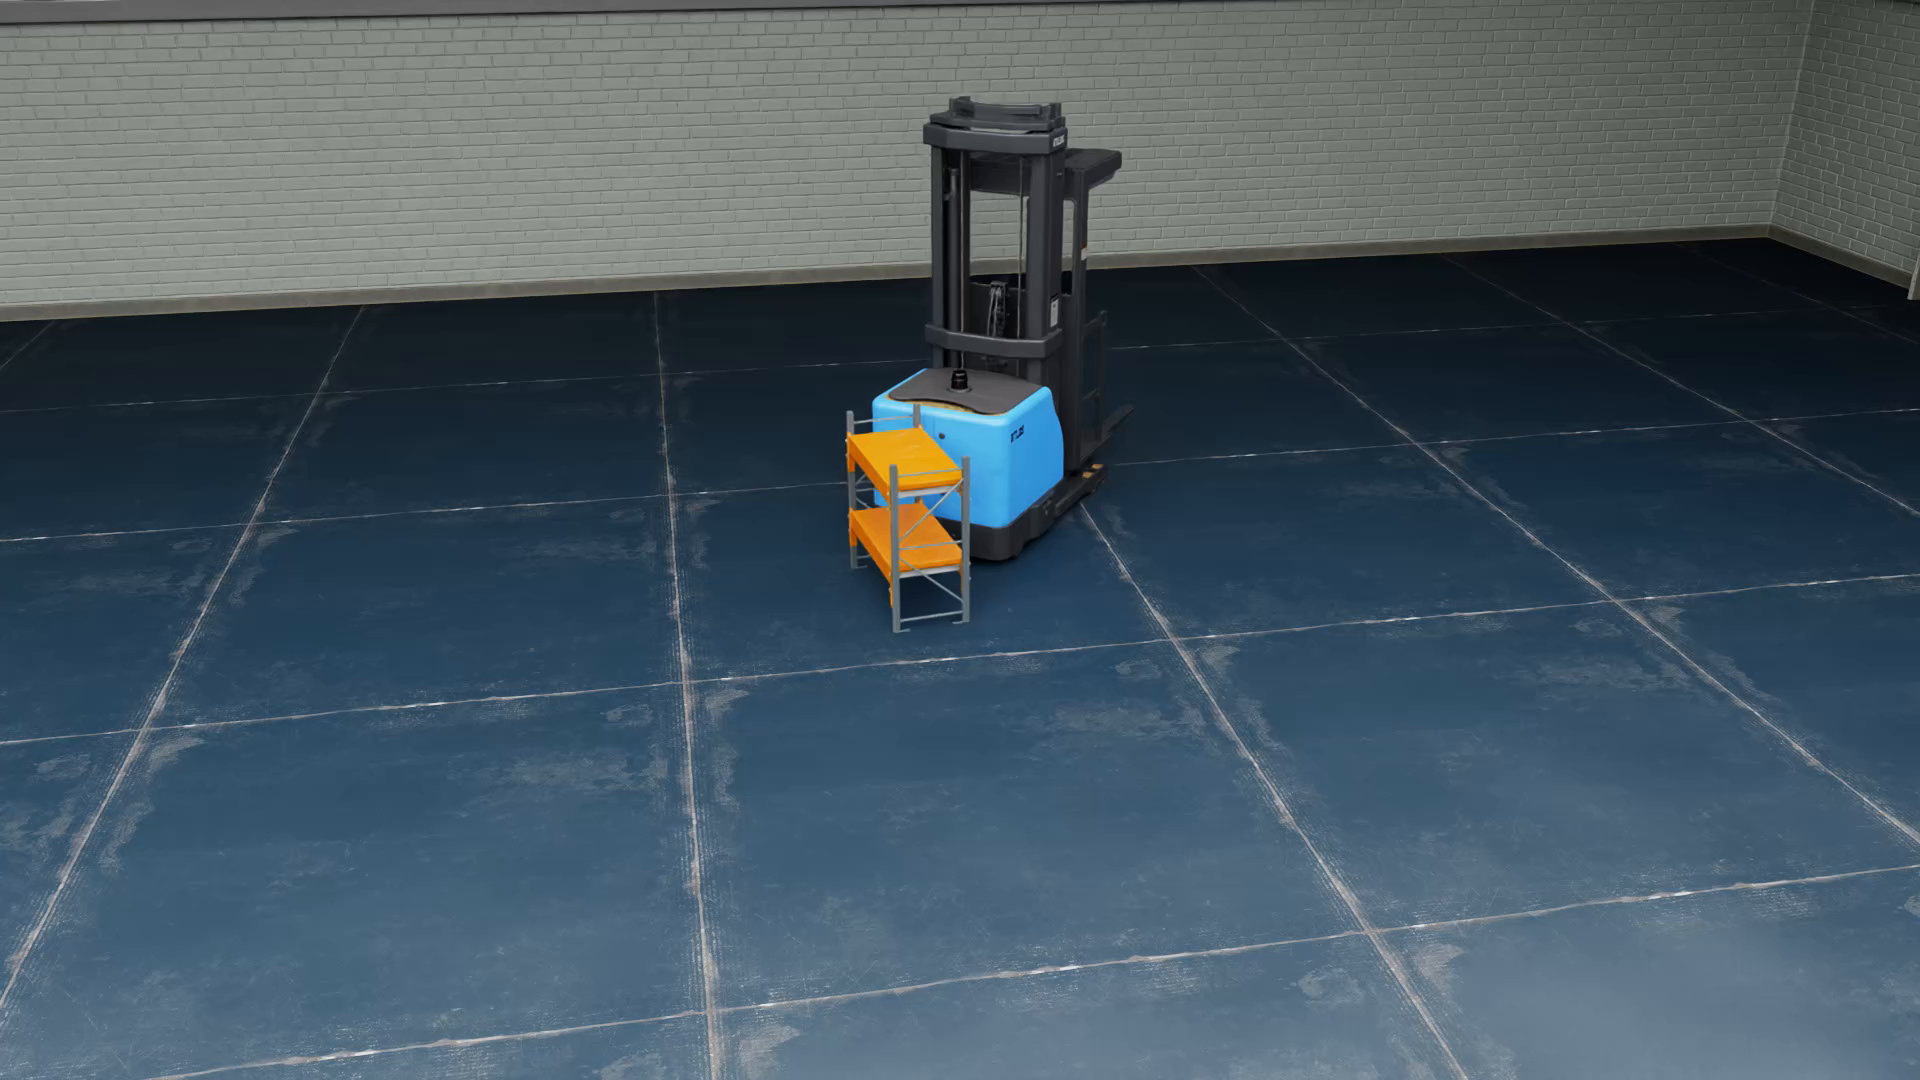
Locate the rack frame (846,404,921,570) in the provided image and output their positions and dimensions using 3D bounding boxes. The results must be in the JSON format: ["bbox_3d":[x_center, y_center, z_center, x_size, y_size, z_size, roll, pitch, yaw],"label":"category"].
[{"bbox_3d":[-0.502,-0.350,11.147,0.500,1.125,0.032,-8,25,-17],"label":"rack frame"}]

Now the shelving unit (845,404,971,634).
[{"bbox_3d":[-0.342,-0.157,10.705,0.538,1.125,1.048,-8,25,-17],"label":"shelving unit"}]

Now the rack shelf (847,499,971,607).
[{"bbox_3d":[-0.342,0.067,10.802,0.538,0.278,1.000,-8,25,-17],"label":"rack shelf"}]

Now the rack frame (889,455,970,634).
[{"bbox_3d":[-0.182,0.036,10.262,0.500,1.125,0.032,-8,25,-17],"label":"rack frame"}]

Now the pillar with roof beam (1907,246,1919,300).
[{"bbox_3d":[5.986,-6.300,14.931,9.100,9.000,0.400,-4,24,-10],"label":"pillar with roof beam"}]

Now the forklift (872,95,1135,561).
[{"bbox_3d":[0.482,-1.760,12.117,1.130,2.935,3.031,11,26,23],"label":"forklift"}]

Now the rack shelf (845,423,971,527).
[{"bbox_3d":[-0.342,-0.425,10.587,0.538,0.278,1.000,-8,25,-17],"label":"rack shelf"}]
